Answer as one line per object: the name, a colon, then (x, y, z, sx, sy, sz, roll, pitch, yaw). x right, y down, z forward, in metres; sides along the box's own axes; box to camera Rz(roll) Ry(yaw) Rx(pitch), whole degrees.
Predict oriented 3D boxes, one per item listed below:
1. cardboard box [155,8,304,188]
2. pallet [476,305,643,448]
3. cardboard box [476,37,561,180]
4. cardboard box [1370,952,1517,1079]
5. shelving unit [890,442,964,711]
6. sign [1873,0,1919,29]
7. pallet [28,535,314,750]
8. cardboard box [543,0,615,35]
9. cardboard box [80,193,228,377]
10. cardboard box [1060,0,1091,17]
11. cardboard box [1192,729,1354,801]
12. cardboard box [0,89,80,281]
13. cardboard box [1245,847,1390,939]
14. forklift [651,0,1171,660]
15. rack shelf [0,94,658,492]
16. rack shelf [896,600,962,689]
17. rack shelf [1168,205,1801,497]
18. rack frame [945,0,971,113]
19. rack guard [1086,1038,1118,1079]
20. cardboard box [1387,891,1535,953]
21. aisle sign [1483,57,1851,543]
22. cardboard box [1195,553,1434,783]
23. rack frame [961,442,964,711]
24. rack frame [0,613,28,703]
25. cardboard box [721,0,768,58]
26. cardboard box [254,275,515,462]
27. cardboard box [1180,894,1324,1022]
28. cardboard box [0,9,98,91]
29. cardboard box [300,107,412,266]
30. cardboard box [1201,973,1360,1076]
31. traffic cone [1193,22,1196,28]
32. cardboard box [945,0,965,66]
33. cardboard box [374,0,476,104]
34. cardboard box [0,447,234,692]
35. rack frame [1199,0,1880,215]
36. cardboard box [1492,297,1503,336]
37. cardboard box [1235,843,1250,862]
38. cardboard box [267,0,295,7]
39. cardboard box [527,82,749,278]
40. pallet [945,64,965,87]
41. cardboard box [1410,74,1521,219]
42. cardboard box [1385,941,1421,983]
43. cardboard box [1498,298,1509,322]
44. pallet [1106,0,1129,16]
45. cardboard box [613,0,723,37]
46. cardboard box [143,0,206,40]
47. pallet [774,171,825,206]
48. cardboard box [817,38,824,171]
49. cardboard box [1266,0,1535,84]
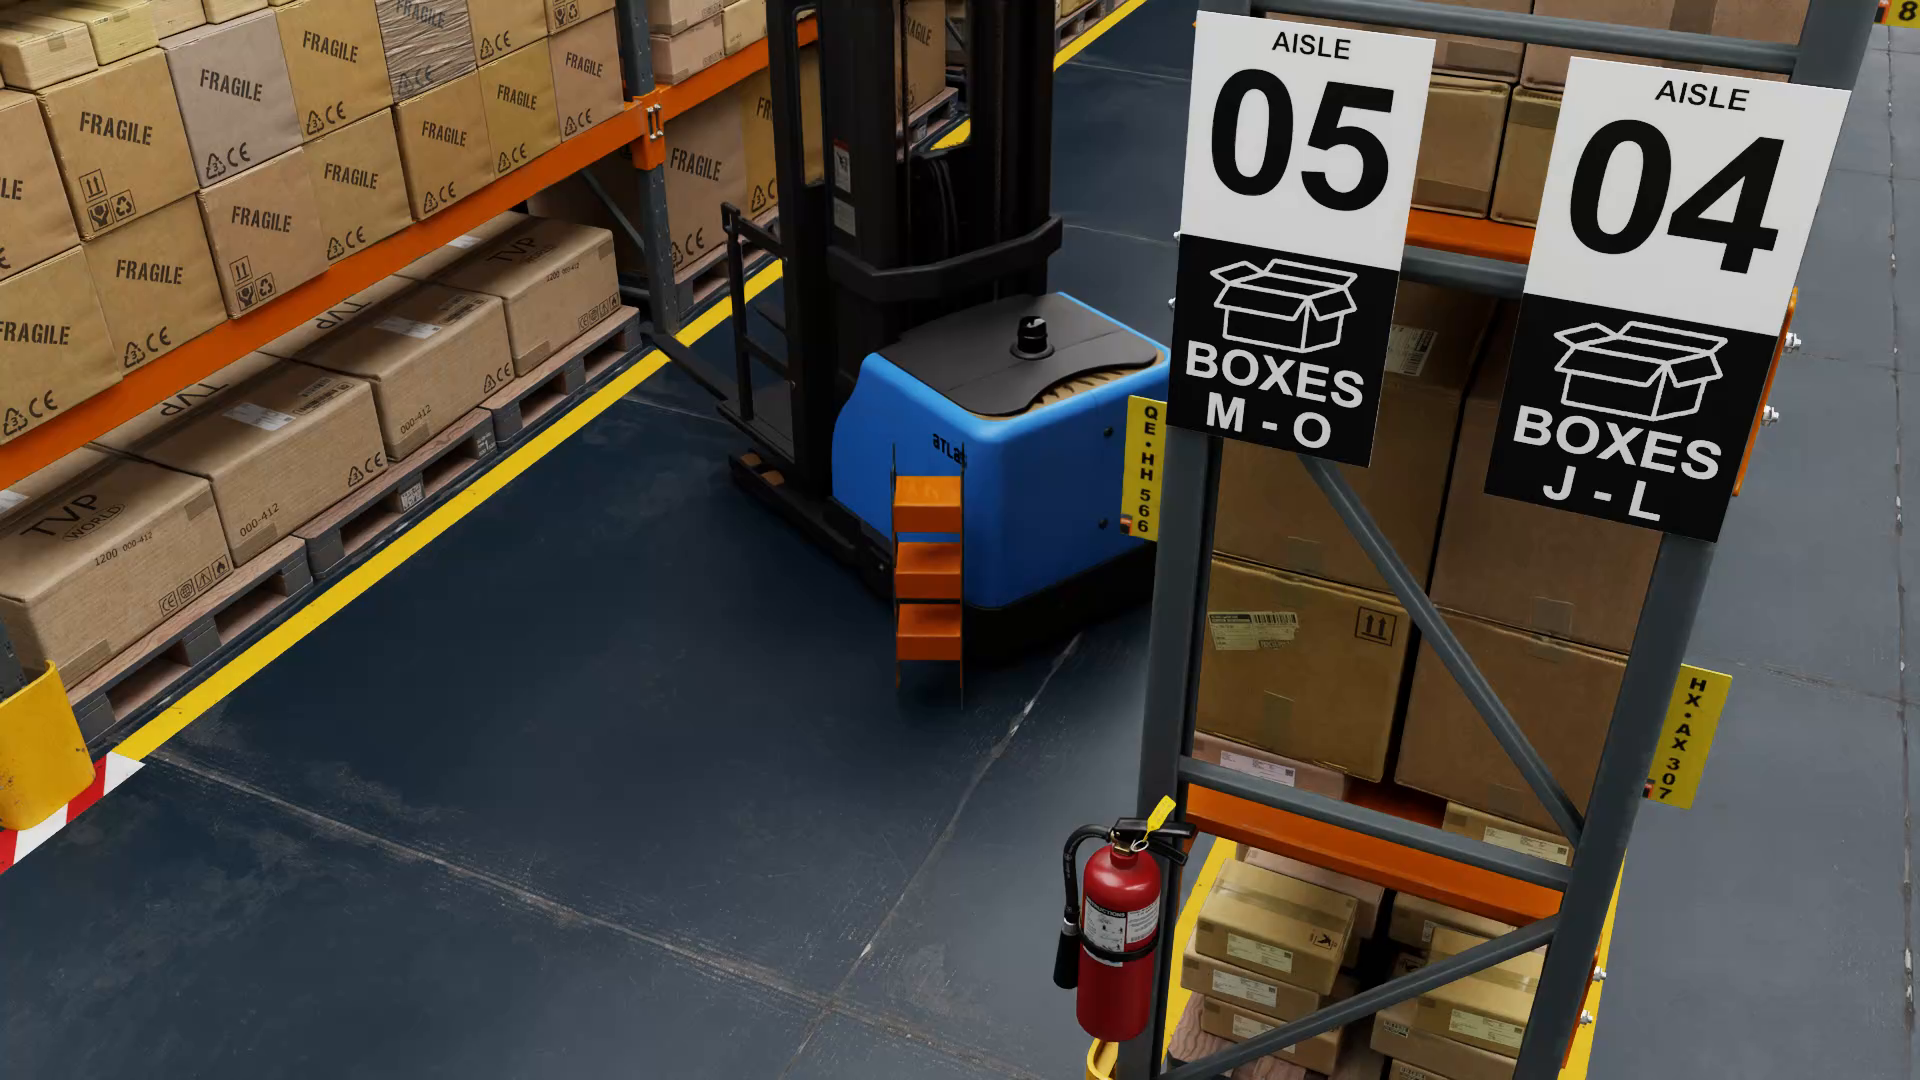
cardboard box: (-2.783, -1.623, 5.987, 0.500, 0.500, 0.500, 14, 36, 20)
pallet: (-2.376, -0.938, 8.488, 1.003, 0.211, 1.213, 14, 36, 20)
cardboard box: (-2.159, -1.959, 7.412, 0.500, 0.500, 0.500, 13, 36, 19)
cardboard box: (1.330, 1.303, 4.473, 0.380, 0.149, 0.250, 16, 36, 22)
shelving unit: (-0.113, 0.149, 6.066, 0.252, 1.050, 0.215, 0, 33, 1)
sign: (1.371, -0.883, 2.328, 0.100, 0.325, 0.005, 14, 36, 20)
pallet: (-3.397, 0.277, 6.635, 1.003, 0.211, 1.213, 14, 36, 20)
cardboard box: (-1.934, -2.626, 7.517, 0.500, 0.500, 0.500, 14, 36, 20)
cardboard box: (-3.013, -0.946, 5.866, 0.500, 0.500, 0.500, 14, 36, 20)
cardboard box: (0.556, -4.558, 13.480, 0.950, 0.372, 0.625, 15, 36, 22)
cardboard box: (0.757, 0.491, 3.995, 0.380, 0.149, 0.250, 14, 36, 21)
cardboard box: (-3.201, -1.106, 5.199, 0.500, 0.500, 0.500, 13, 36, 19)
cardboard box: (1.026, 0.947, 4.745, 0.380, 0.149, 0.250, 15, 36, 21)
forklift: (-0.394, -1.515, 6.887, 1.130, 2.935, 3.031, -22, 39, -30)
rack shelf: (-2.824, -1.168, 6.952, 1.077, 0.370, 4.000, 14, 36, 20)
rack shelf: (-0.113, 0.390, 6.224, 0.240, 0.259, 0.215, 0, 33, 1)
rack shelf: (1.714, -1.337, 4.474, 1.077, 0.370, 4.000, 14, 36, 20)
rack frame: (-0.314, -4.457, 11.312, 1.000, 3.000, 0.127, 14, 36, 20)
rack guard: (0.909, 1.620, 4.323, 1.175, 0.500, 0.348, 14, 36, 20)
cardboard box: (1.411, 1.033, 4.614, 0.380, 0.149, 0.250, 15, 36, 21)
aisle sign: (1.120, -0.369, 2.707, 0.394, 0.787, 0.004, 14, 36, 20)
cardboard box: (0.832, 0.164, 3.902, 0.500, 0.500, 0.500, 15, 36, 21)
rack frame: (0.009, 0.150, 6.064, 0.008, 1.050, 0.200, 0, 33, 1)
rack frame: (-3.661, -0.473, 5.235, 1.000, 3.000, 0.127, 14, 36, 20)
cardboard box: (-1.348, -2.819, 8.950, 0.500, 0.250, 0.500, 13, 36, 19)
cardboard box: (-2.721, -0.835, 7.741, 0.875, 0.438, 0.875, 13, 35, 19)
cardboard box: (0.839, 1.177, 4.666, 0.380, 0.149, 0.250, 13, 36, 19)
cardboard box: (-3.003, -1.567, 5.310, 0.380, 0.149, 0.250, 15, 36, 22)
cardboard box: (-2.589, -1.448, 6.632, 0.500, 0.500, 0.500, 15, 36, 22)
cardboard box: (0.908, 1.319, 4.719, 0.380, 0.149, 0.250, 15, 36, 21)
traffic cone: (2.113, -4.449, 13.614, 0.336, 0.463, 0.334, 14, 36, 20)
cardboard box: (-0.068, -3.813, 12.343, 0.950, 0.372, 0.625, 12, 35, 17)
cardboard box: (-2.358, -2.120, 6.744, 0.500, 0.500, 0.500, 15, 36, 21)
cardboard box: (-3.475, 0.072, 6.359, 0.875, 0.438, 0.875, 13, 35, 19)
rack frame: (0.878, -1.896, 1.935, 1.000, 3.000, 0.127, 14, 36, 20)
cardboard box: (1.055, -0.509, 4.016, 0.500, 0.500, 0.500, 13, 35, 19)
cardboard box: (1.055, 0.917, 5.061, 0.380, 0.149, 0.250, 13, 35, 19)
cardboard box: (-2.574, -2.080, 6.092, 0.380, 0.149, 0.250, 13, 36, 19)
cardboard box: (-1.800, -2.079, 9.240, 0.875, 0.875, 0.875, 15, 36, 22)
pallet: (0.015, -3.680, 12.669, 1.003, 0.211, 1.213, 14, 36, 20)
cardboard box: (0.828, -0.866, 3.237, 0.500, 0.250, 0.500, 13, 36, 19)
cardboard box: (1.423, 1.293, 4.760, 0.380, 0.149, 0.250, 14, 36, 20)
cardboard box: (1.512, -0.387, 3.831, 0.500, 0.500, 0.500, 15, 36, 22)
pallet: (1.035, -4.895, 14.523, 1.003, 0.211, 1.213, 14, 36, 20)
cardboard box: (-1.547, -2.766, 8.413, 0.500, 0.250, 0.500, 13, 35, 19)
cardboard box: (-2.847, -1.845, 5.734, 0.380, 0.149, 0.250, 15, 36, 21)
pallet: (-1.224, -2.310, 10.580, 1.003, 0.211, 1.213, 14, 36, 20)
cardboard box: (-1.055, -2.976, 10.607, 0.875, 0.875, 0.875, 15, 36, 21)
cardboard box: (0.839, -1.076, 3.101, 0.500, 0.250, 0.500, 13, 35, 19)
